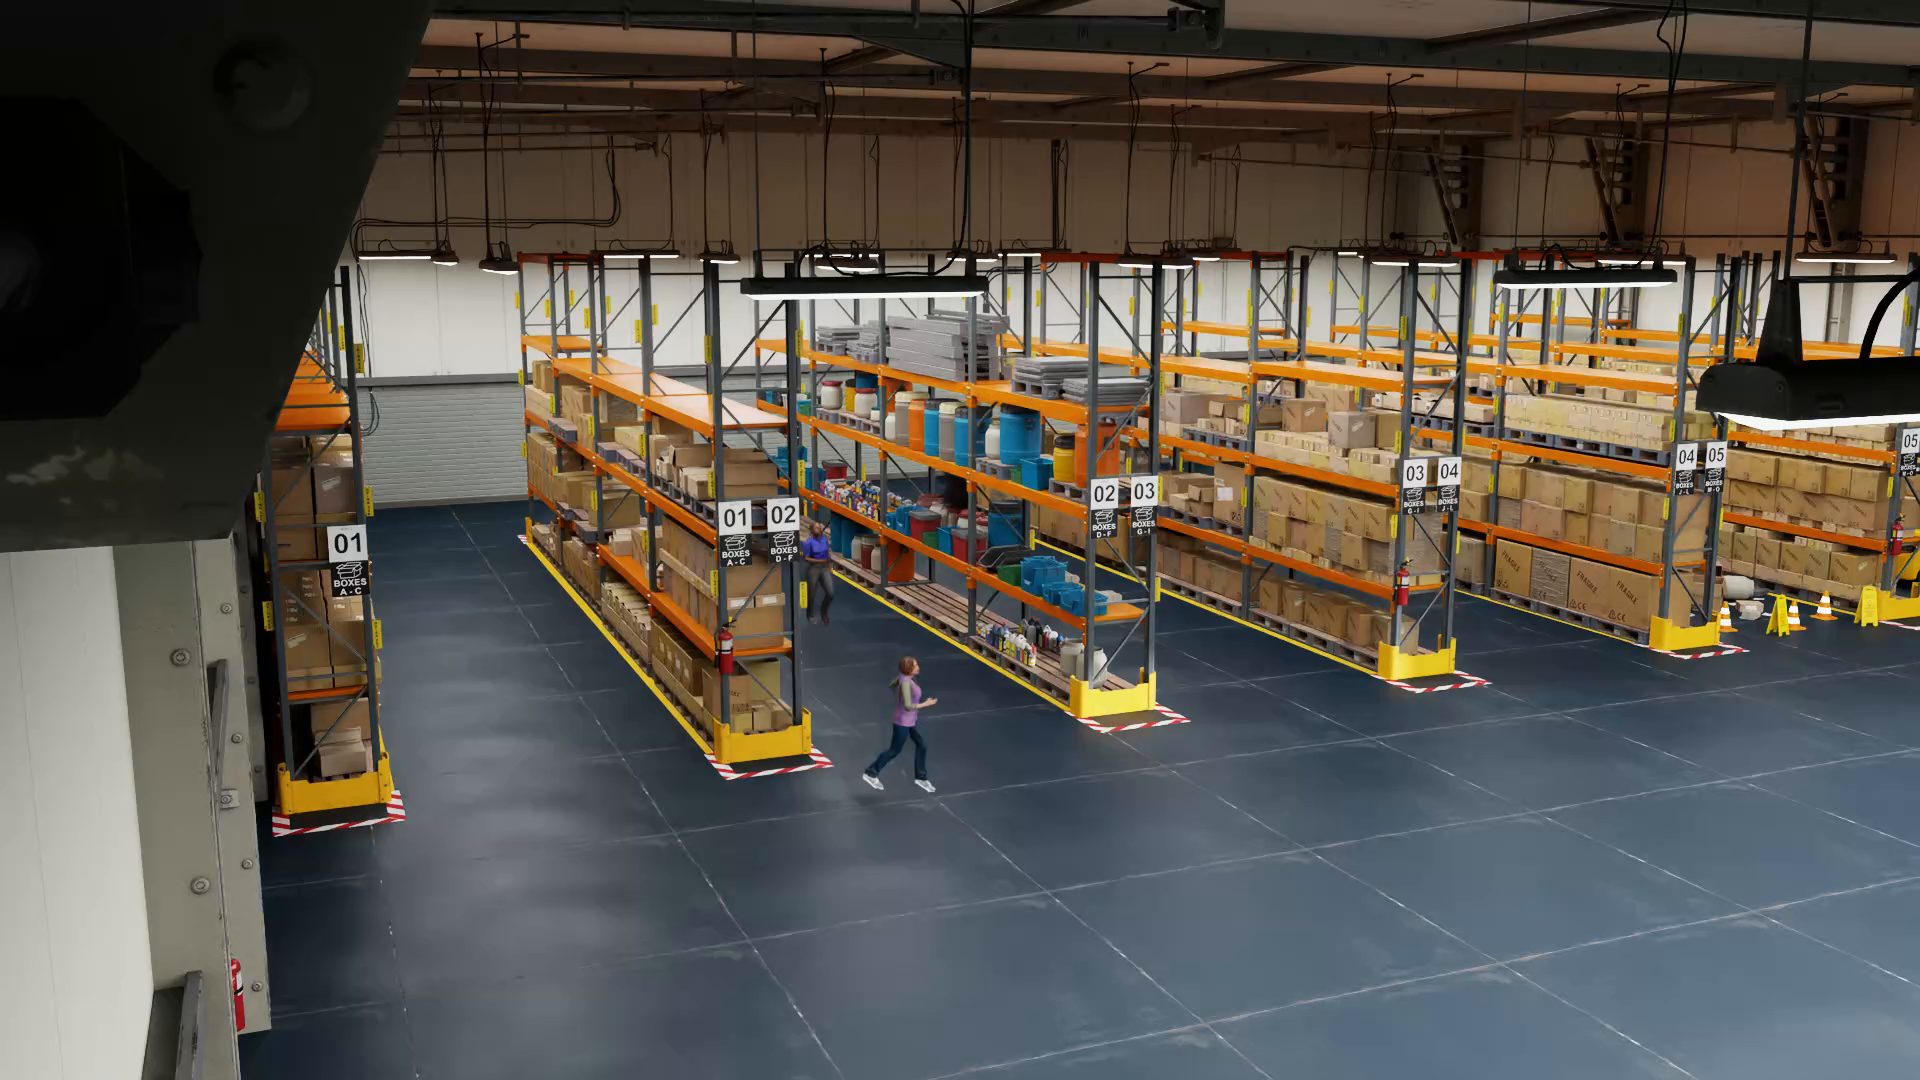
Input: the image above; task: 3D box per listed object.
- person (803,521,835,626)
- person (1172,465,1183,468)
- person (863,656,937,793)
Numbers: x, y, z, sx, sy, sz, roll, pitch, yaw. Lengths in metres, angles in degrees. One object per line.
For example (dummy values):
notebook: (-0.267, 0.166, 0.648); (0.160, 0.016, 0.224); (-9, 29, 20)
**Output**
person: (-2.179, 0.544, 25.971); (0.569, 1.681, 0.650); (-7, 12, -33)
person: (4.459, -0.738, 34.187); (0.692, 1.766, 0.914); (-6, 12, -28)
person: (-0.679, 2.116, 19.041); (0.849, 1.630, 0.550); (1, 10, 6)
